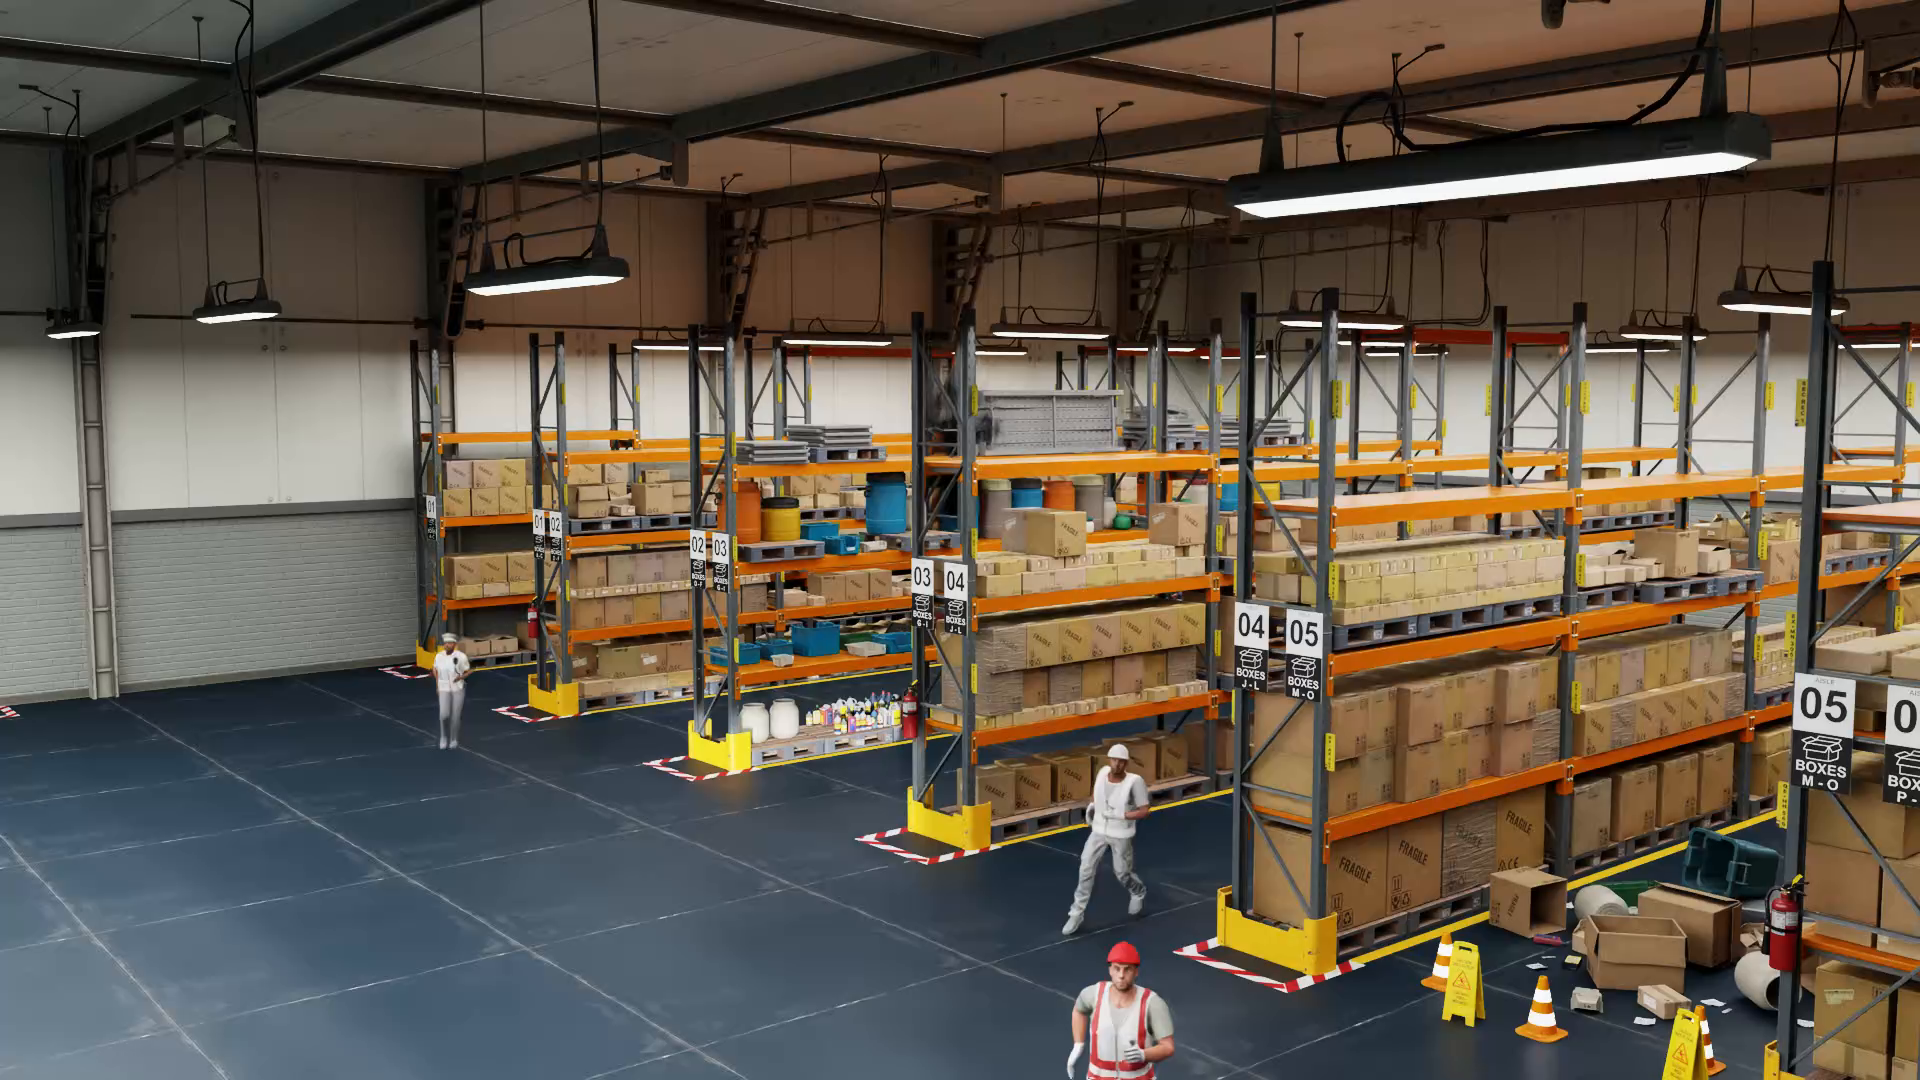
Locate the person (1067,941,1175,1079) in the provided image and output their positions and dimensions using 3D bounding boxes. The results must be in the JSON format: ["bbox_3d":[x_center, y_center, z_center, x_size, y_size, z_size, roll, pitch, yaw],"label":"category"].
[{"bbox_3d":[0.971,3.330,10.073,0.654,1.837,0.836,1,5,9],"label":"person"}]

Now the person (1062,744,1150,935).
[{"bbox_3d":[1.480,2.819,15.856,0.699,1.769,0.999,3,6,33],"label":"person"}]

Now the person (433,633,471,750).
[{"bbox_3d":[-7.214,2.149,23.592,0.554,1.685,0.639,-1,5,-9],"label":"person"}]
